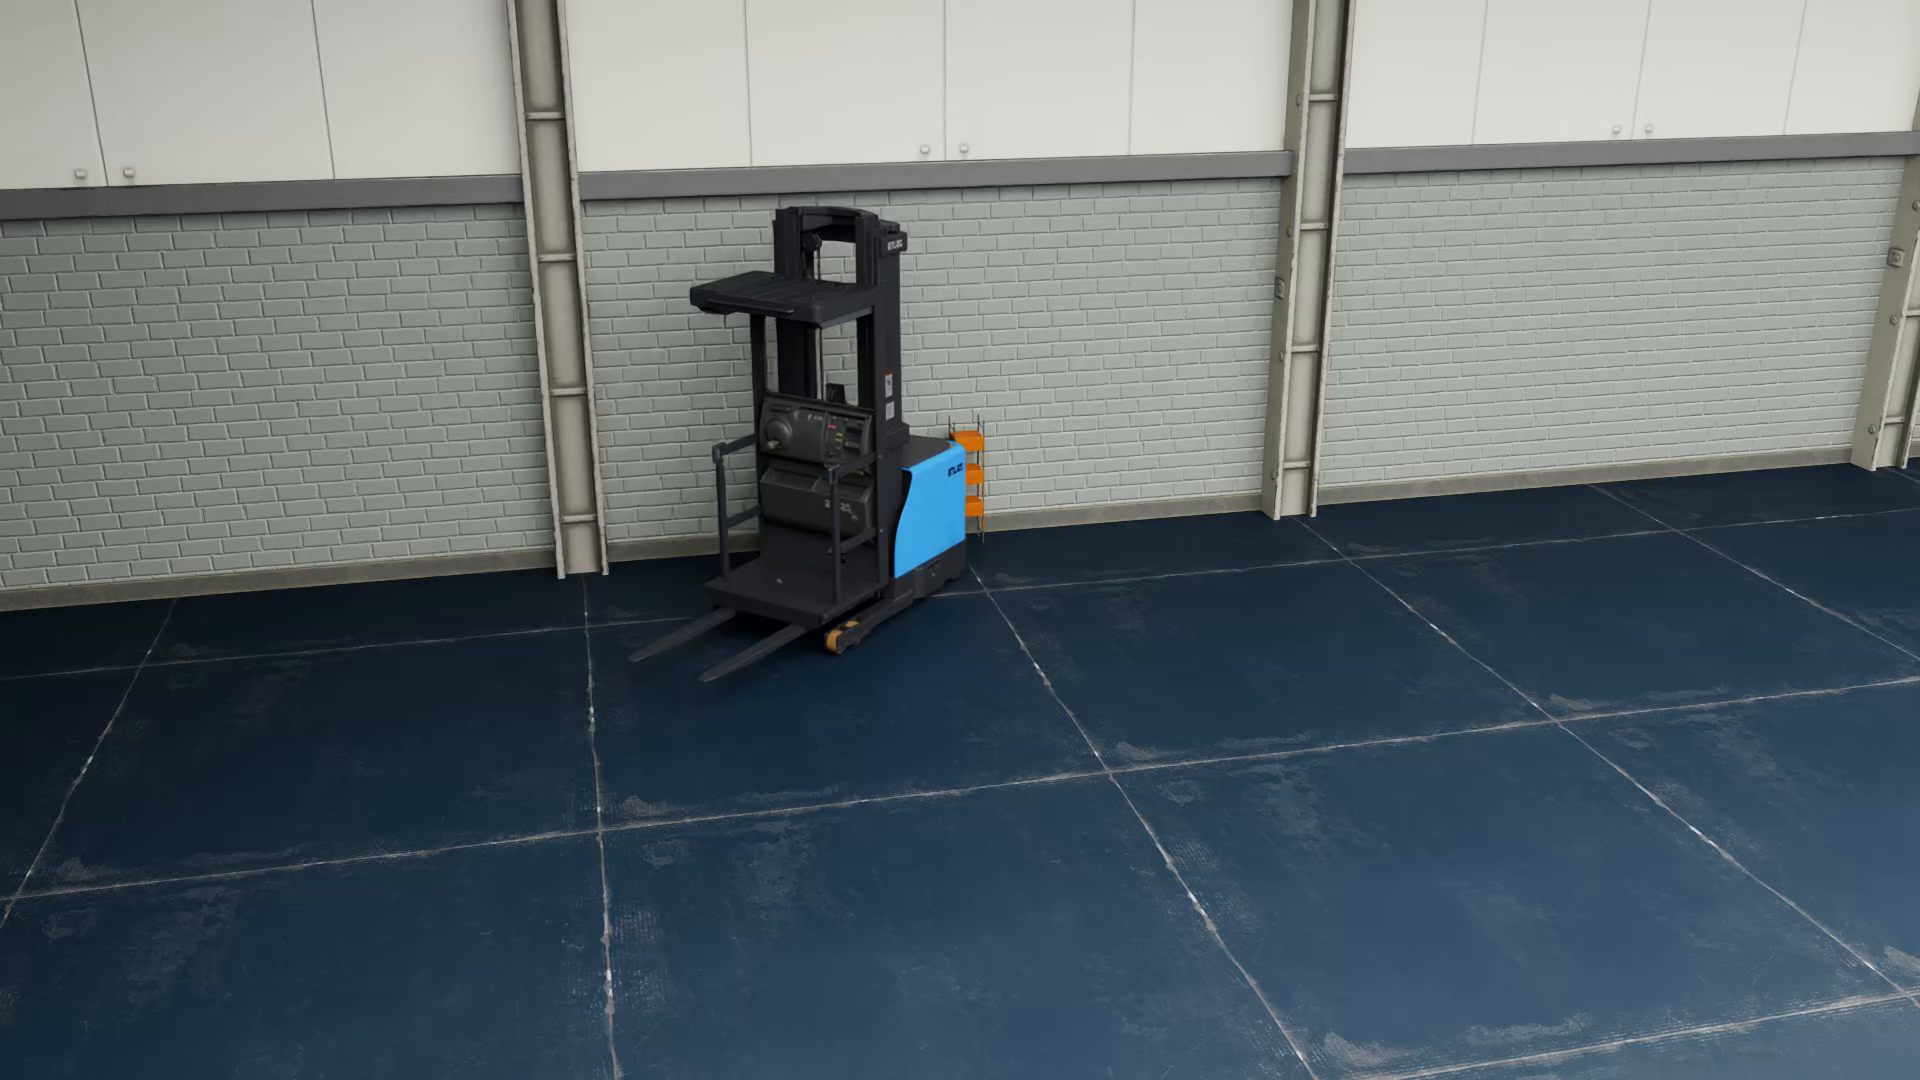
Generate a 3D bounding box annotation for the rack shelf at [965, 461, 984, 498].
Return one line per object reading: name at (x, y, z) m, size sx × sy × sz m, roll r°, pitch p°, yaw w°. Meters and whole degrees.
rack shelf at (0.052, -0.487, 13.649) m, size 0.240 × 0.259 × 0.215 m, roll -5°, pitch 21°, yaw -12°

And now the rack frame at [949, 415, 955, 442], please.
rack frame at (-0.067, -0.488, 13.619) m, size 0.008 × 1.050 × 0.200 m, roll -5°, pitch 21°, yaw -12°

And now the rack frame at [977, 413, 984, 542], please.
rack frame at (0.171, -0.507, 13.672) m, size 0.008 × 1.050 × 0.200 m, roll -5°, pitch 21°, yaw -12°

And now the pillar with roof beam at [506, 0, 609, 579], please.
pillar with roof beam at (-1.995, -2.549, 7.690) m, size 0.400 × 9.000 × 9.100 m, roll -5°, pitch 21°, yaw -12°

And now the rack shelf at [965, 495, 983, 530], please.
rack shelf at (0.052, -0.226, 13.745) m, size 0.240 × 0.259 × 0.215 m, roll -5°, pitch 21°, yaw -12°

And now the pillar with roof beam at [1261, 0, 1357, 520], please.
pillar with roof beam at (3.844, -3.024, 8.987) m, size 0.400 × 9.000 × 9.100 m, roll -5°, pitch 21°, yaw -12°

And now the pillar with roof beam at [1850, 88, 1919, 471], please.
pillar with roof beam at (9.683, -3.499, 10.283) m, size 0.400 × 9.000 × 9.100 m, roll -5°, pitch 21°, yaw -12°

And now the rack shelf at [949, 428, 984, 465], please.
rack shelf at (0.052, -0.754, 13.552) m, size 0.240 × 0.259 × 0.215 m, roll -5°, pitch 21°, yaw -12°

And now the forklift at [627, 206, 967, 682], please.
forklift at (-1.138, -0.761, 11.632) m, size 1.130 × 2.935 × 3.031 m, roll 12°, pitch 23°, yaw 29°

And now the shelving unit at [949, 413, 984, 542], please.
shelving unit at (0.052, -0.497, 13.646) m, size 0.252 × 1.050 × 0.215 m, roll -5°, pitch 21°, yaw -12°
